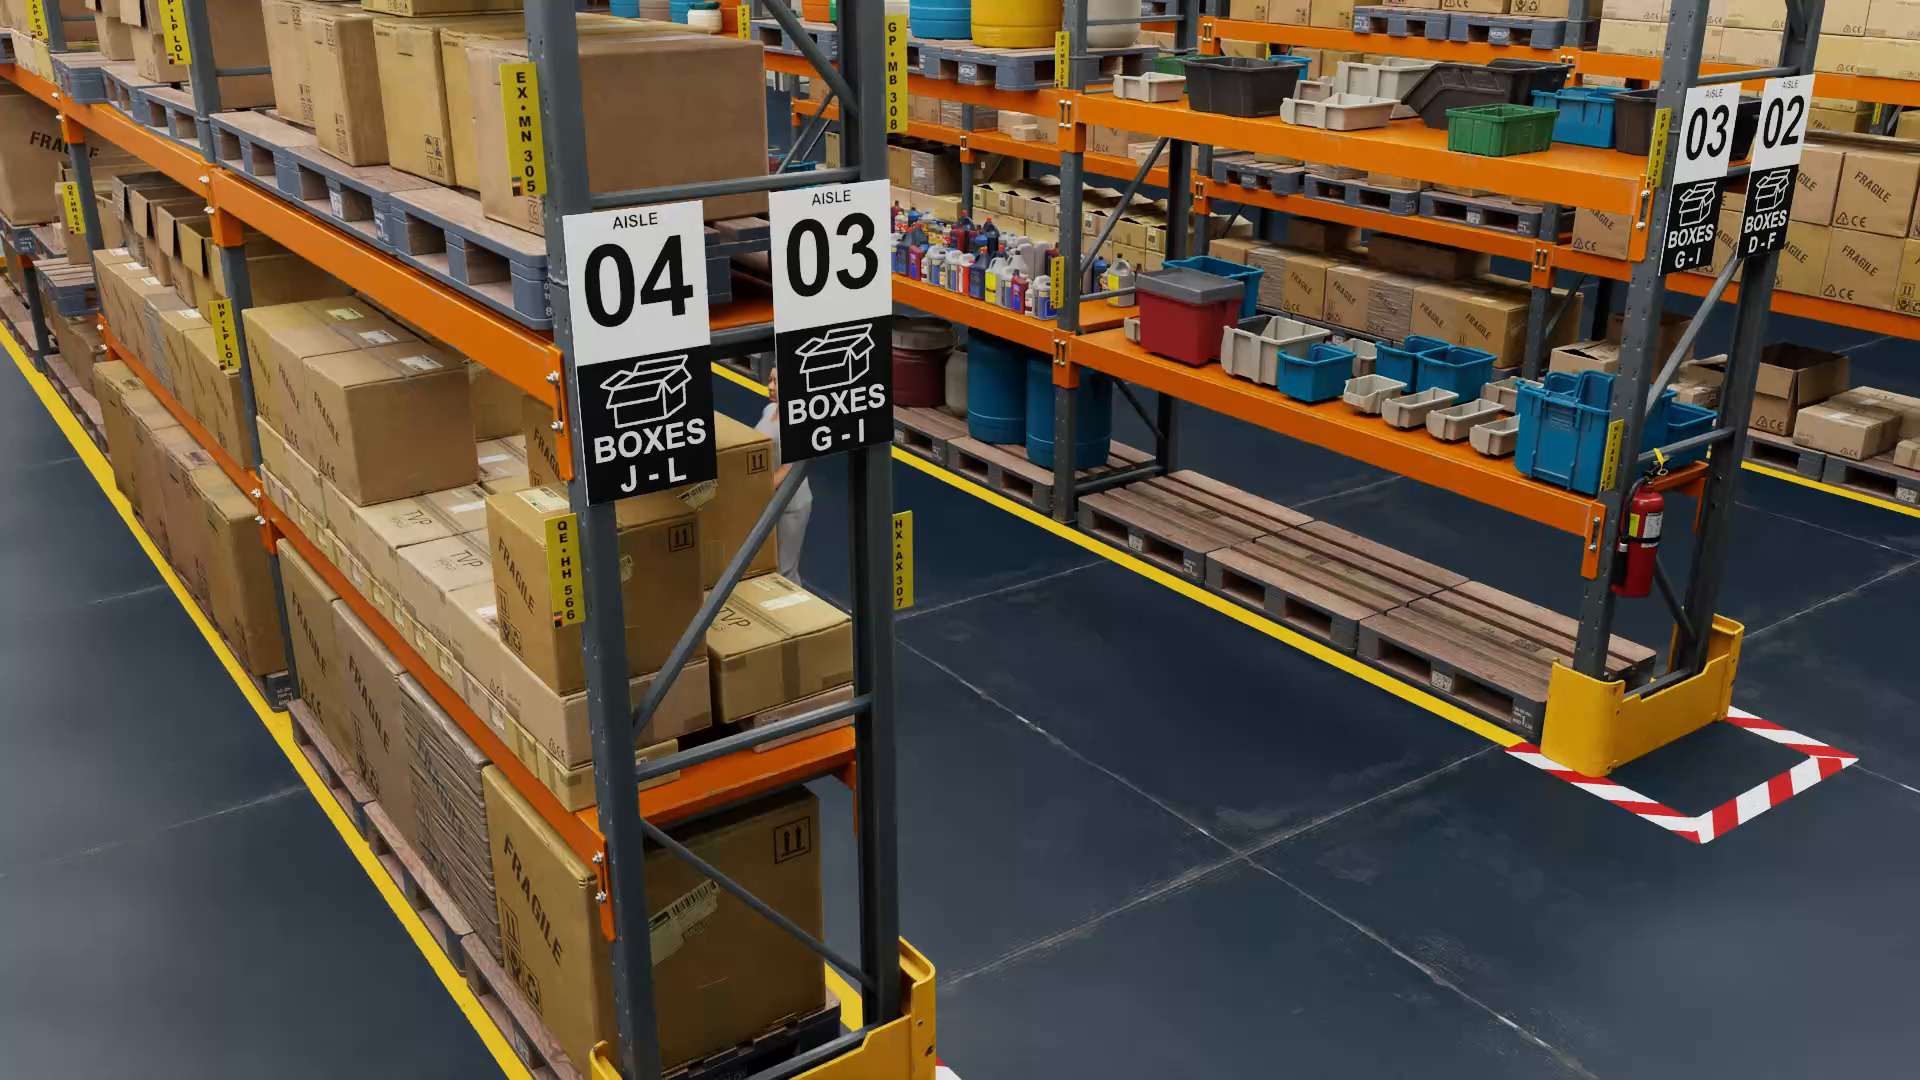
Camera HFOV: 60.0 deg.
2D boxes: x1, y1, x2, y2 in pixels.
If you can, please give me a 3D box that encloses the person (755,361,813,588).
[{"bbox_3d":[-1.028,-0.166,9.026,0.544,1.665,0.436,-14,26,-32],"label":"person"}]
